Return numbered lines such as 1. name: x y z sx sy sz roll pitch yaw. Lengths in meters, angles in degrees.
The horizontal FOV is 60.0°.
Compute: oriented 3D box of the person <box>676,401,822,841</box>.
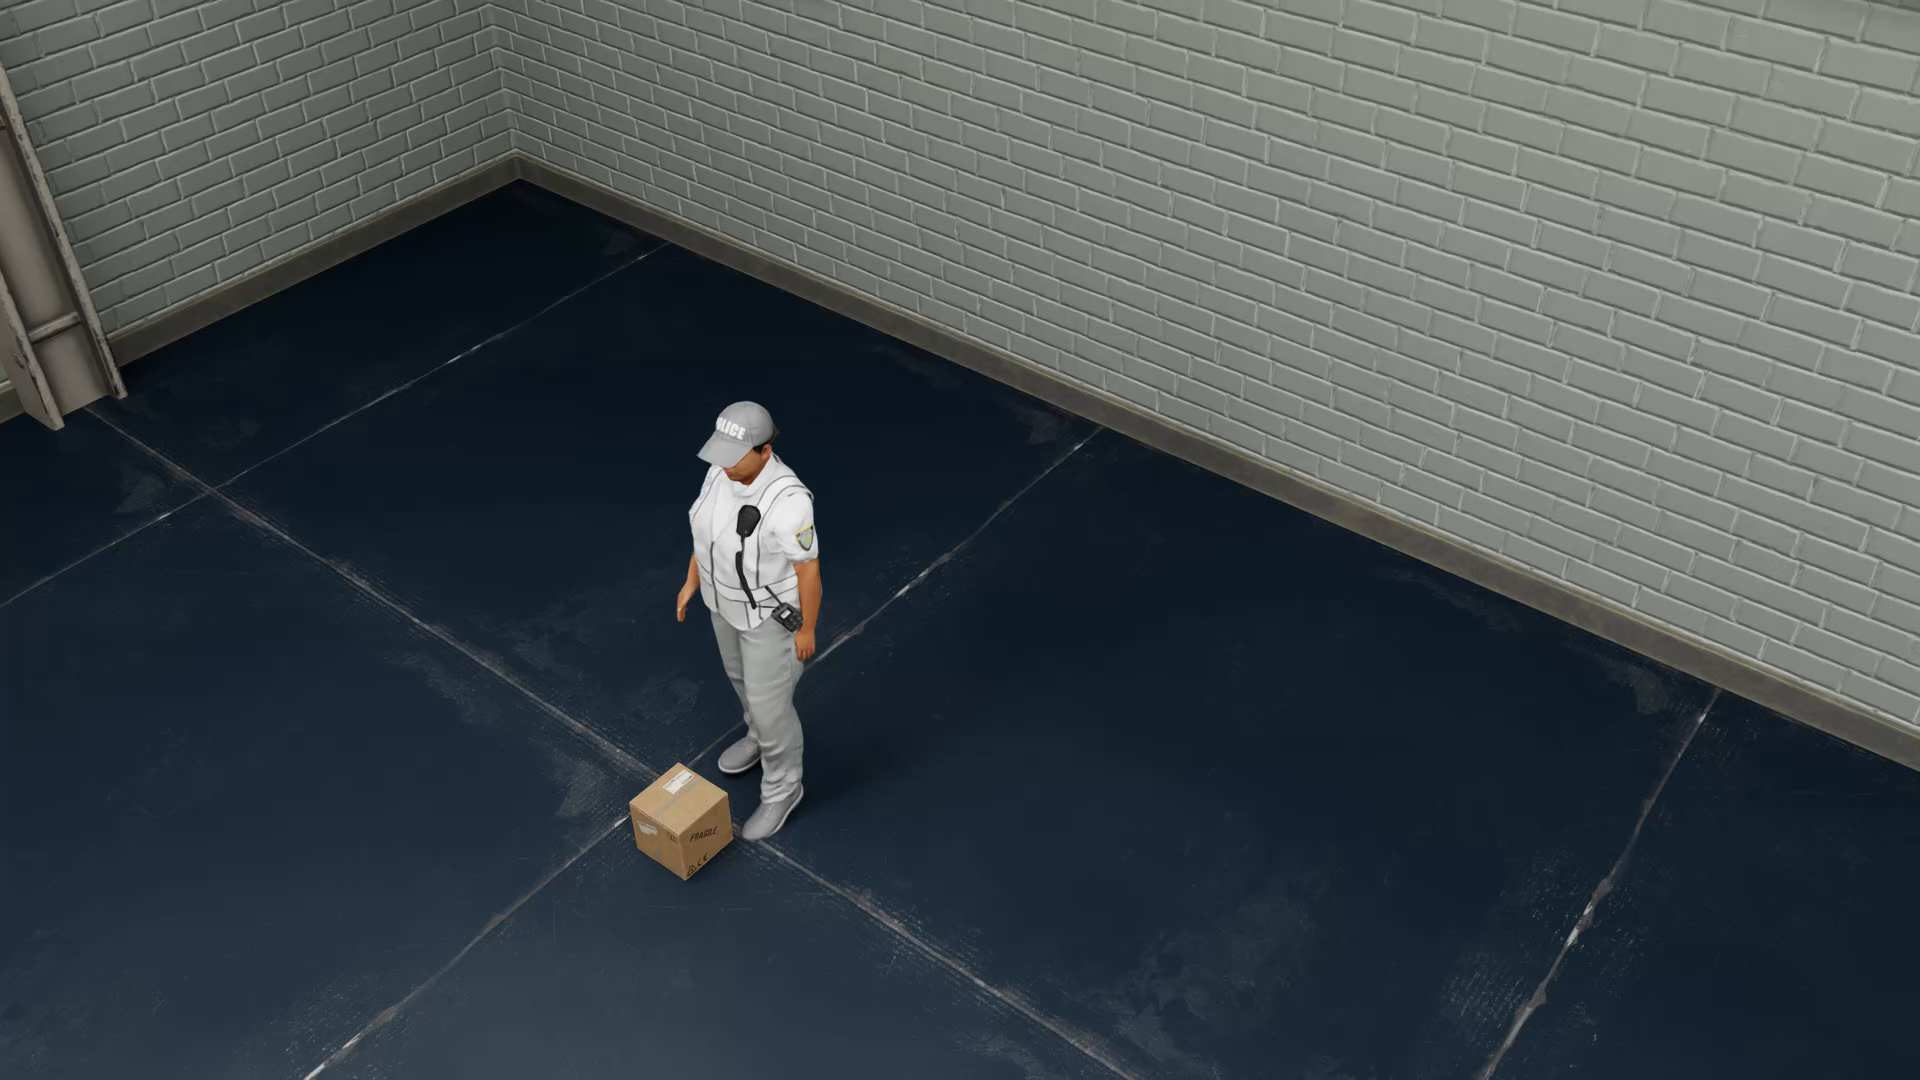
1. person: -0.750 0.259 5.838 0.497 1.705 0.521 -30 48 -32
